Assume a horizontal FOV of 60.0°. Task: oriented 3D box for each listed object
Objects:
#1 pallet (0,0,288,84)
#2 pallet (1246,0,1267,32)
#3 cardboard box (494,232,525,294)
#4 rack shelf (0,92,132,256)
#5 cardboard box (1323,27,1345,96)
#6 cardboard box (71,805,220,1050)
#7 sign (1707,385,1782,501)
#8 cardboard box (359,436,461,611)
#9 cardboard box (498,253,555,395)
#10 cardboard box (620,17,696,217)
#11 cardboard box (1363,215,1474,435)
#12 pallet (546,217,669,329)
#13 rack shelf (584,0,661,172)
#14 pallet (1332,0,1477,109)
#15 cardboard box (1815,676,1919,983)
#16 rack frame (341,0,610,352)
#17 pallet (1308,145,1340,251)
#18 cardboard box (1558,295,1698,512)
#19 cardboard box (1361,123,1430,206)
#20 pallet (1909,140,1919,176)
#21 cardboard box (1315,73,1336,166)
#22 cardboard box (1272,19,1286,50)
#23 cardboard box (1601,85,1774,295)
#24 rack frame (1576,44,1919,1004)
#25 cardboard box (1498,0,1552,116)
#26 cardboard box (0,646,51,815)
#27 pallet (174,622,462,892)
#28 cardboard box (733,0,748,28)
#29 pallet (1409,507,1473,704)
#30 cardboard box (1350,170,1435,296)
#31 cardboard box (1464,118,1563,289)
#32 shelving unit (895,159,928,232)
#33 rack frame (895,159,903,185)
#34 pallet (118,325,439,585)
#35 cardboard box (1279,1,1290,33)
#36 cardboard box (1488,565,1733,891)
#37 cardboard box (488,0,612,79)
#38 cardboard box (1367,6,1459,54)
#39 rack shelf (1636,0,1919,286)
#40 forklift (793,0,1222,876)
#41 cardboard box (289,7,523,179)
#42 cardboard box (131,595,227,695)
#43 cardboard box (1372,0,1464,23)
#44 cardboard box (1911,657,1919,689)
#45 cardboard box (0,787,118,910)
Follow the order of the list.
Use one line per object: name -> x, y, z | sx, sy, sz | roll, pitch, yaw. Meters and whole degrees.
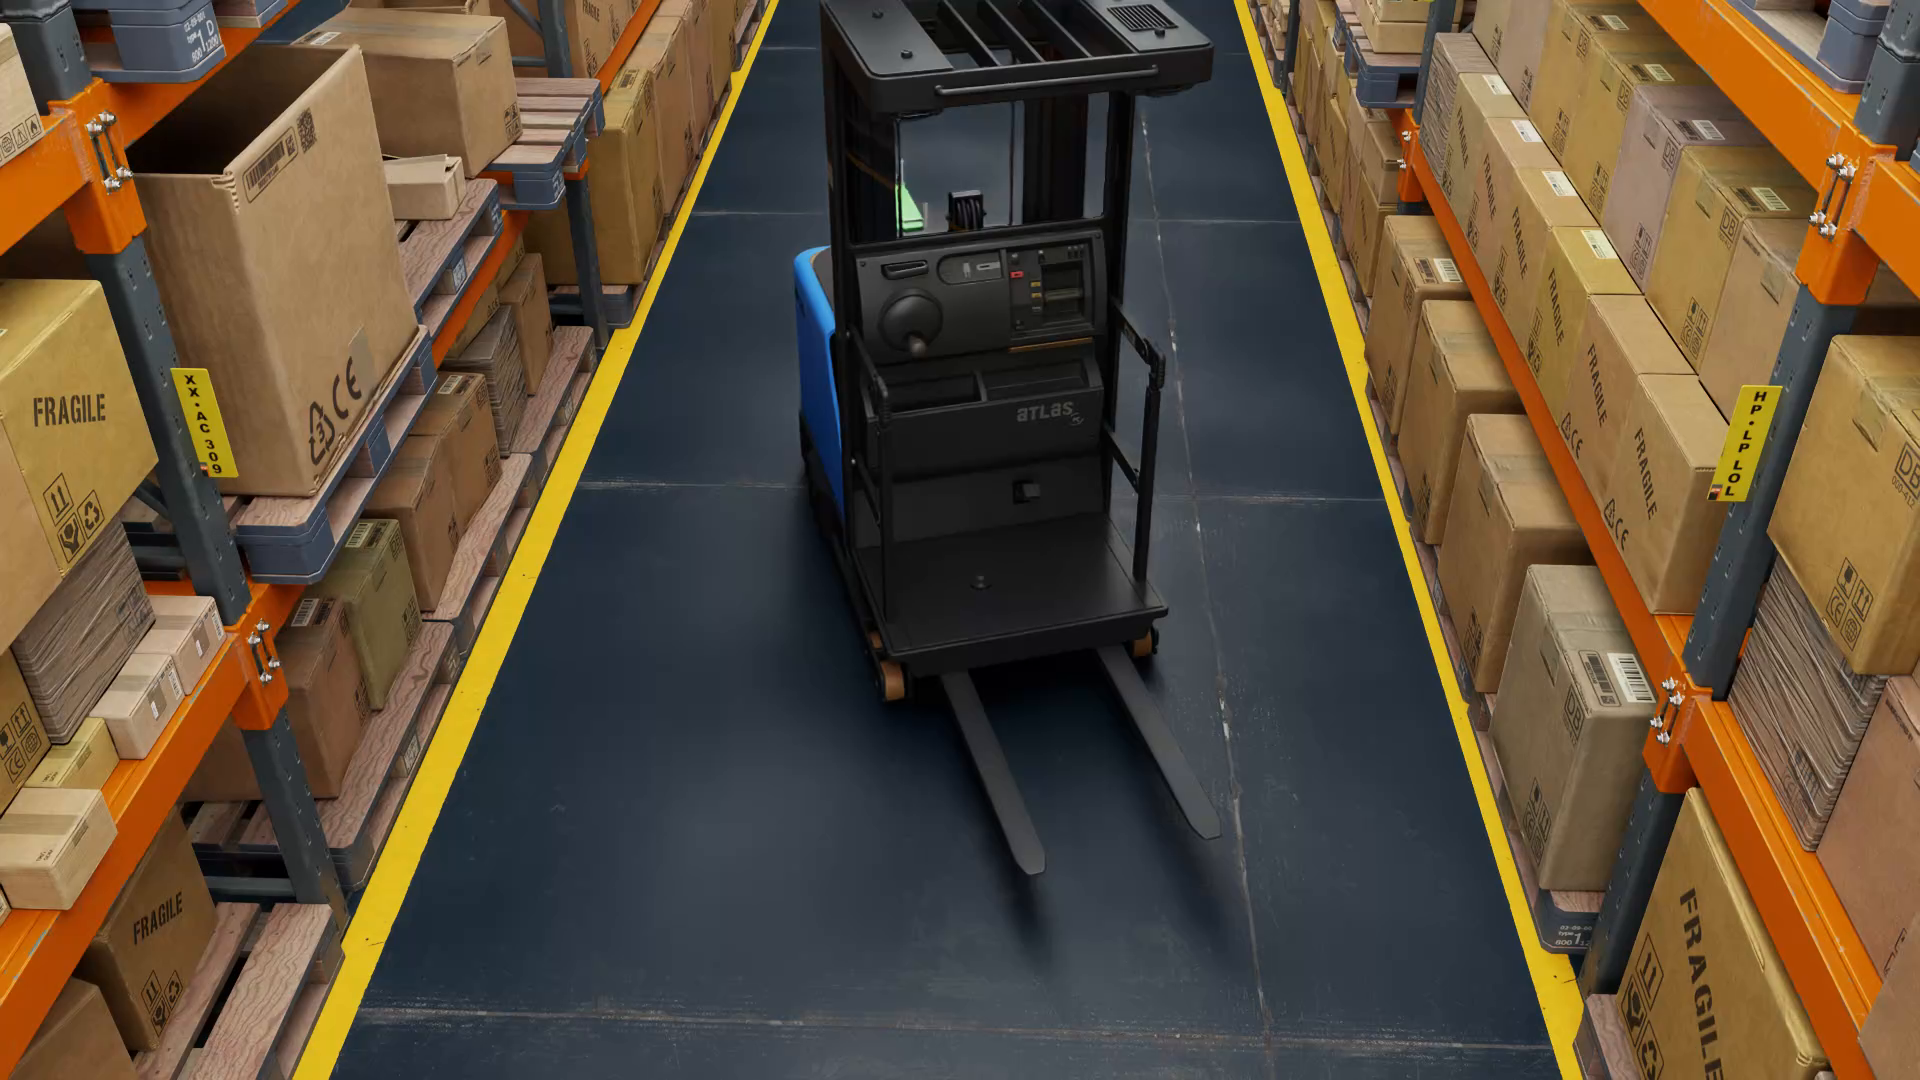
pallet -> -2.374, -1.458, 4.270 | 1.213, 0.211, 1.003 | 1, 35, 2
pallet -> 2.806, -4.328, 13.224 | 1.003, 0.211, 1.213 | 1, 35, 2
cardboard box -> -2.342, -1.332, 7.676 | 0.500, 0.250, 0.500 | 3, 35, 4
rack shelf -> -2.586, 0.261, 2.287 | 1.077, 0.370, 4.000 | 1, 35, 2
cardboard box -> 2.430, -2.818, 9.807 | 0.500, 0.250, 0.500 | 3, 35, 4
cardboard box -> -2.562, 1.124, 4.850 | 0.500, 0.500, 0.500 | 0, 35, 0
sign -> 1.904, -0.231, 4.032 | 0.100, 0.325, 0.005 | 1, 35, 2
cardboard box -> -2.399, -0.060, 6.518 | 0.700, 0.500, 0.500 | -2, 35, -2
cardboard box -> -2.352, -1.025, 7.892 | 0.700, 0.500, 0.500 | 0, 35, -1
cardboard box -> -2.253, -2.464, 9.630 | 1.225, 0.875, 0.875 | 1, 35, 2
cardboard box -> 2.493, -0.984, 7.633 | 1.050, 0.750, 0.750 | 1, 35, 1
pallet -> -2.238, -1.564, 9.292 | 1.003, 0.211, 1.213 | 1, 35, 2
rack shelf -> -2.264, -3.108, 9.690 | 1.077, 0.370, 4.000 | 1, 35, 2
pallet -> 2.529, -2.414, 8.243 | 1.213, 0.211, 1.003 | 1, 35, 2
cardboard box -> 2.444, 0.685, 3.537 | 0.875, 0.550, 0.550 | 1, 35, 2
rack frame -> -2.345, -2.253, 7.848 | 1.000, 3.000, 0.127 | 1, 35, 2
pallet -> 2.692, -2.088, 10.037 | 1.003, 0.211, 1.213 | 1, 35, 2
cardboard box -> 2.221, -0.420, 5.152 | 0.500, 0.500, 0.500 | 1, 35, 1
cardboard box -> 2.373, -1.936, 8.552 | 0.500, 0.250, 0.500 | 1, 35, 1
pallet -> 2.403, -0.504, 2.827 | 1.003, 0.211, 1.213 | 1, 35, 2
cardboard box -> 2.446, -2.504, 10.013 | 0.500, 0.500, 0.500 | 2, 35, 3
cardboard box -> 2.443, -3.618, 11.903 | 0.380, 0.149, 0.250 | 2, 35, 2
cardboard box -> 2.500, -1.104, 5.256 | 0.700, 0.500, 0.500 | 2, 35, 2
rack frame -> 2.446, 0.217, 4.332 | 1.000, 3.000, 0.127 | 1, 35, 2
cardboard box -> 2.560, -1.983, 6.506 | 0.700, 0.500, 0.500 | 1, 35, 1
cardboard box -> -2.641, 0.426, 3.690 | 0.875, 0.500, 0.500 | 1, 35, 2
pallet -> -2.476, 0.738, 6.016 | 1.003, 0.211, 1.213 | 1, 35, 2
cardboard box -> -2.078, -4.231, 12.145 | 0.875, 0.875, 0.875 | 1, 35, 2
pallet -> 2.448, 0.210, 6.767 | 1.003, 0.211, 1.213 | 1, 35, 2
cardboard box -> 2.372, -1.614, 8.747 | 0.500, 0.500, 0.500 | 1, 35, 2
cardboard box -> 2.281, -1.288, 6.387 | 0.500, 0.500, 0.500 | 1, 35, 2
shelving unit -> -0.320, -1.108, 7.784 | 0.258, 1.200, 0.503 | -8, 36, -12
rack frame -> -0.381, -1.244, 7.977 | 0.240, 1.200, 0.015 | -8, 36, -12
pallet -> -2.329, -0.313, 5.253 | 1.003, 0.211, 1.213 | 1, 35, 2
cardboard box -> 2.463, -3.694, 11.753 | 0.380, 0.149, 0.250 | 2, 35, 3
cardboard box -> 2.381, 0.607, 5.369 | 1.050, 0.750, 0.750 | 1, 35, 2
cardboard box -> -2.053, -2.567, 8.207 | 0.500, 0.500, 0.500 | 2, 35, 3
cardboard box -> 2.168, -2.444, 7.972 | 0.380, 0.149, 0.250 | 2, 35, 3
rack shelf -> 2.527, -1.865, 5.311 | 1.077, 0.370, 4.000 | 1, 35, 2
forklift -> 0.144, -0.831, 5.884 | 1.130, 2.935, 3.031 | -9, 36, -12
cardboard box -> -2.249, -1.832, 6.796 | 0.700, 0.500, 0.500 | 6, 36, 9
cardboard box -> -2.220, 0.278, 4.465 | 0.380, 0.149, 0.250 | 1, 35, 2
cardboard box -> 2.172, -2.566, 7.887 | 0.380, 0.149, 0.250 | 2, 35, 3
cardboard box -> 2.491, 0.244, 3.225 | 0.875, 0.550, 0.550 | 1, 35, 2
cardboard box -> -2.209, 0.710, 3.850 | 0.380, 0.149, 0.250 | 1, 35, 2
